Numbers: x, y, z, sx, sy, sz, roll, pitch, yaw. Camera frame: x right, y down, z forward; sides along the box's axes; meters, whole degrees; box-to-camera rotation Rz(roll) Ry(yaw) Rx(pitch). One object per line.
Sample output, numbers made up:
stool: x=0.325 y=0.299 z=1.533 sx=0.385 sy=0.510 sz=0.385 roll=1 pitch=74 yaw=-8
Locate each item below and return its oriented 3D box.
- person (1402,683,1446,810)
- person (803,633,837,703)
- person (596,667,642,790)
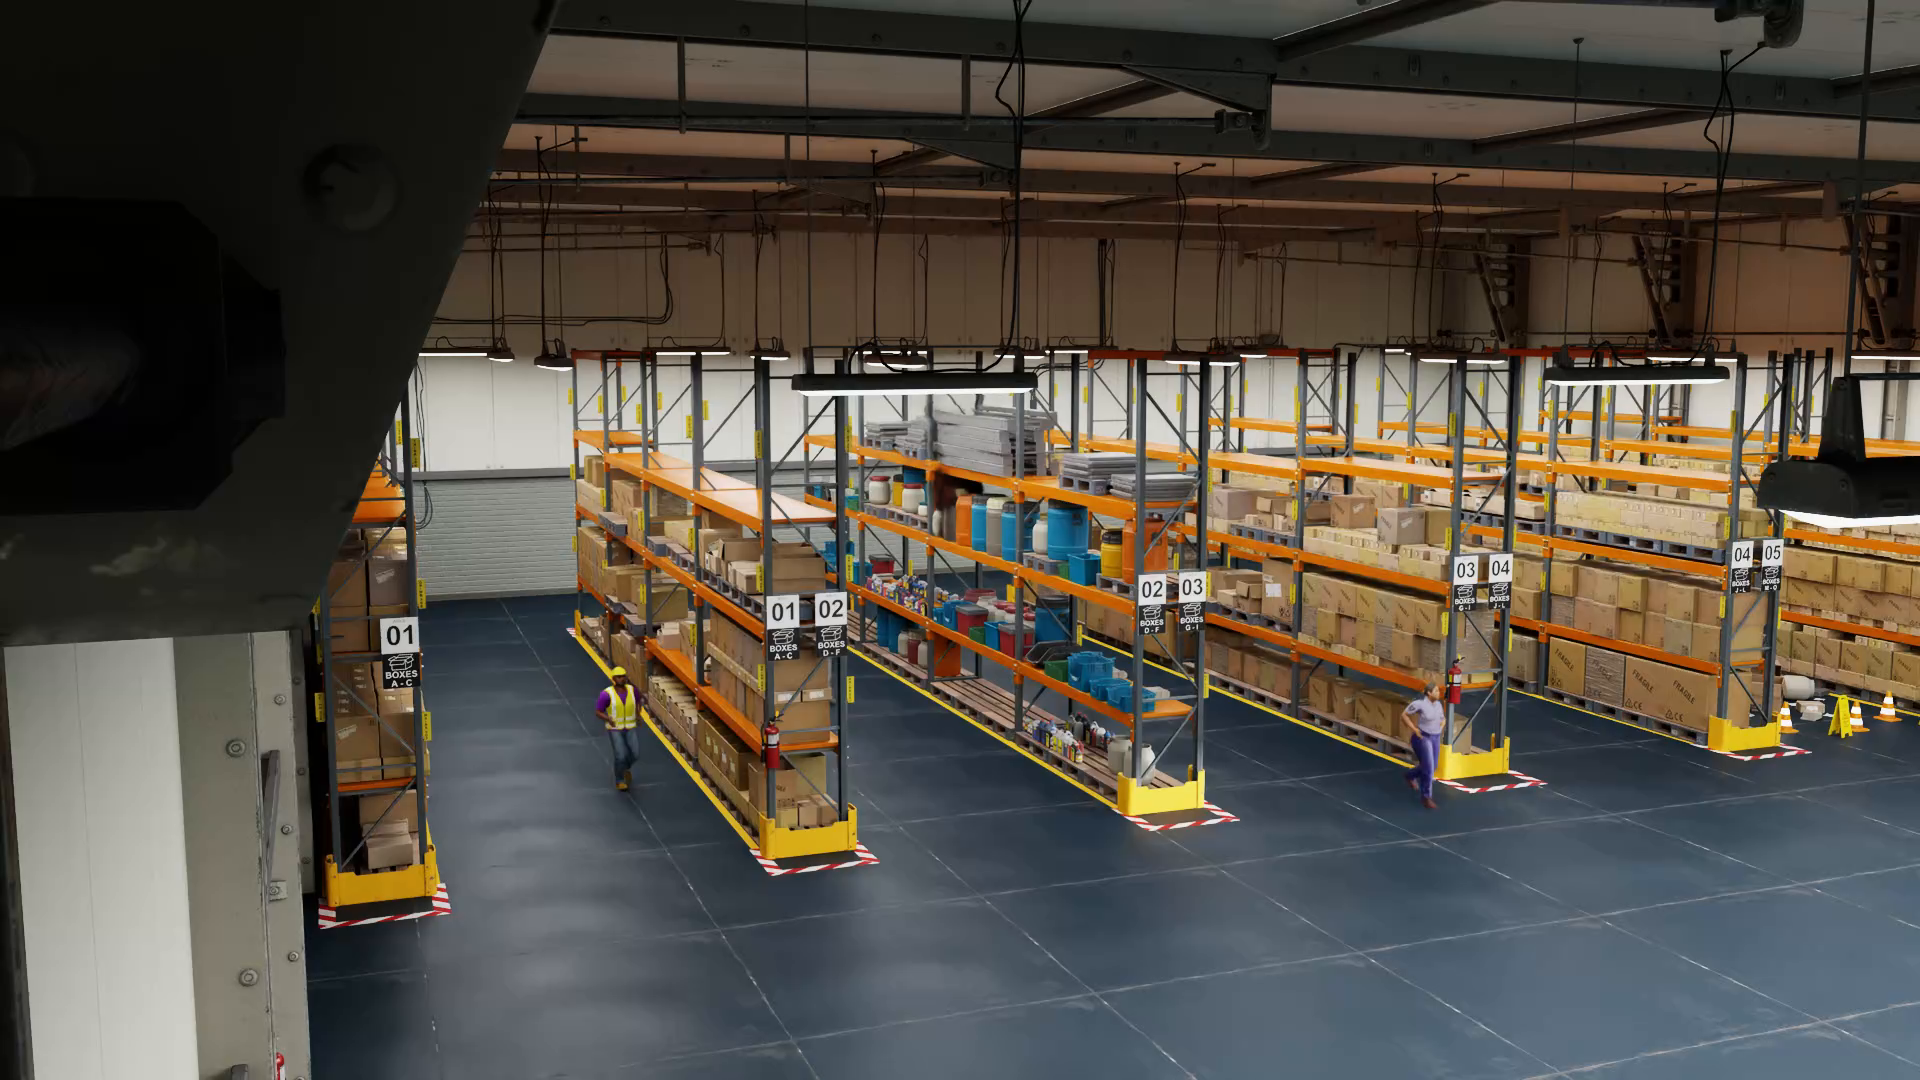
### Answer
person: x=6.354 y=2.746 z=22.590 sx=0.640 sy=1.638 sz=0.875 roll=-4 pitch=8 yaw=-32
person: x=-2.440 y=1.870 z=28.646 sx=0.657 sy=1.776 sz=0.950 roll=-5 pitch=8 yaw=-32
person: x=-4.675 y=2.612 z=23.056 sx=0.692 sy=1.720 sz=0.589 roll=-4 pitch=8 yaw=-30
